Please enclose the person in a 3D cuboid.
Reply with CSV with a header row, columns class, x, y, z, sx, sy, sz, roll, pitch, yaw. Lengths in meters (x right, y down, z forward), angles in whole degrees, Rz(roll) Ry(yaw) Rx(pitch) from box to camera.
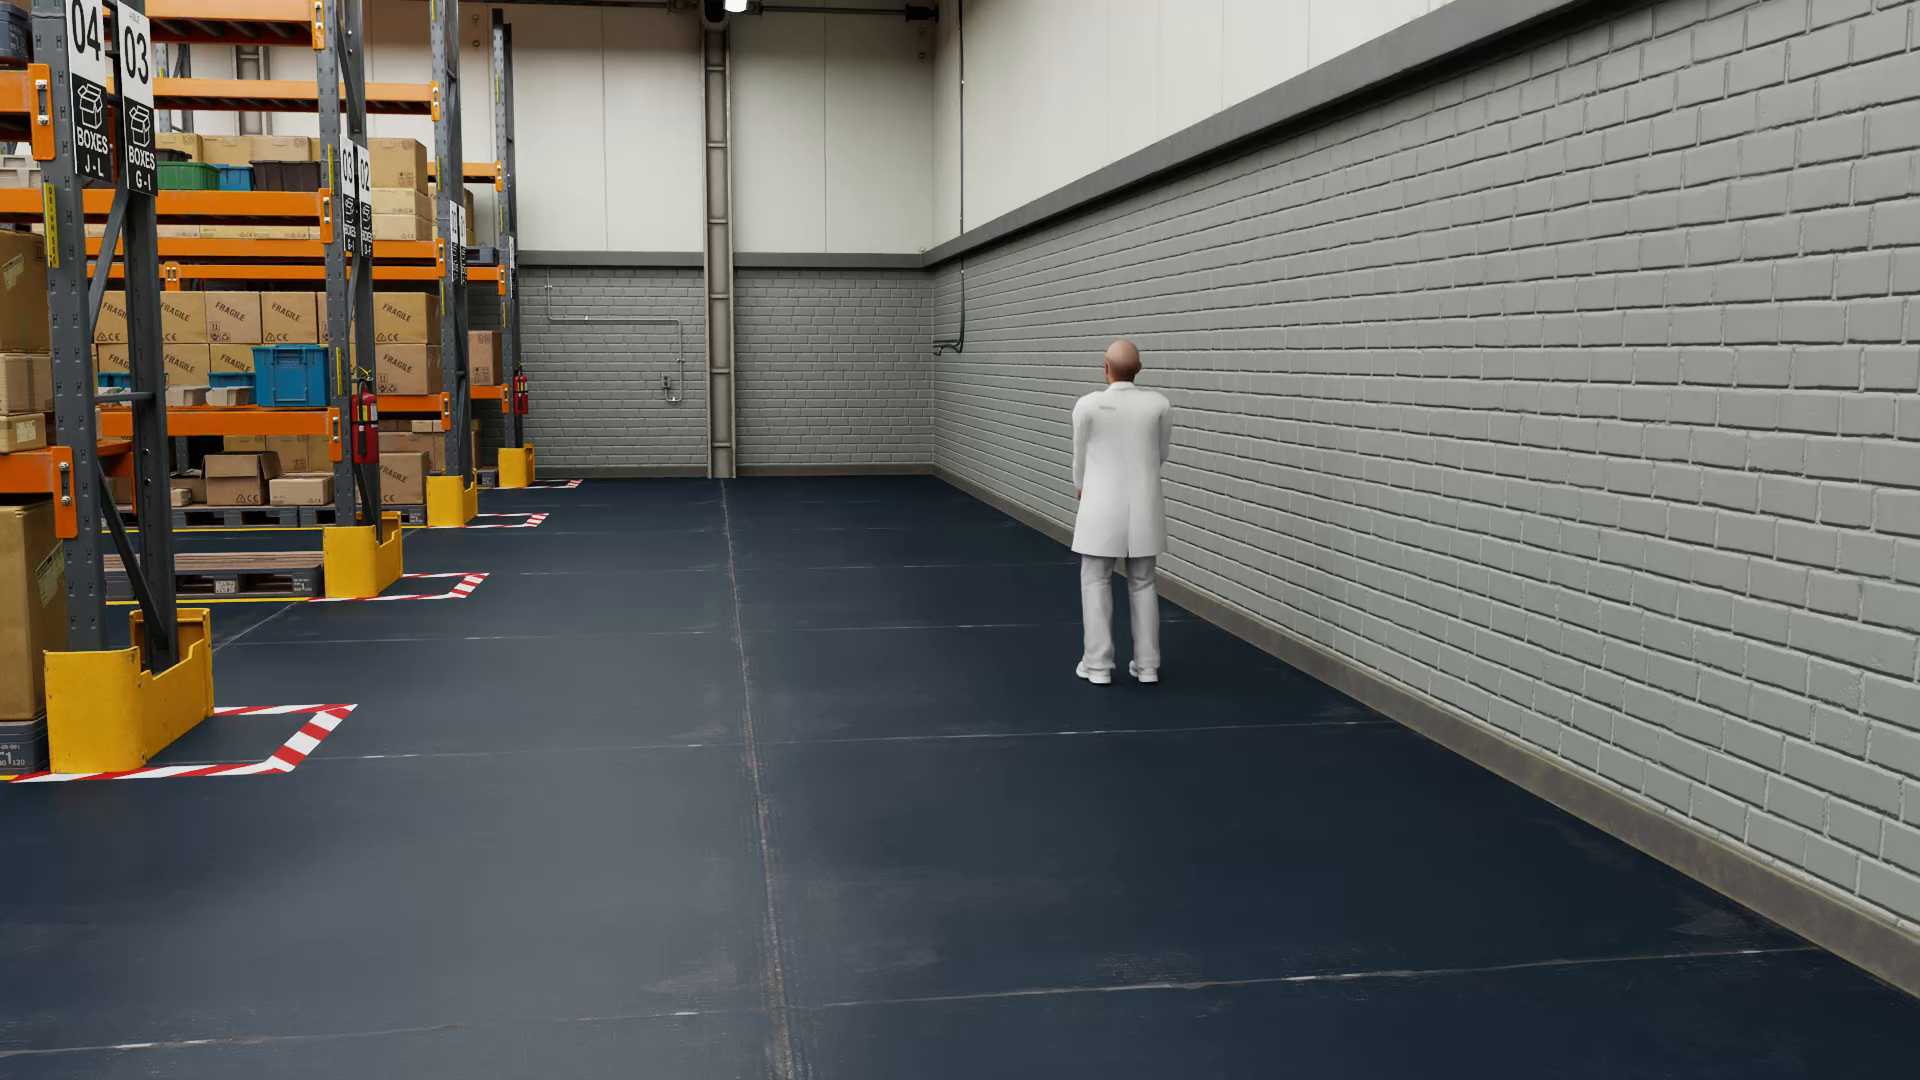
class,x,y,z,sx,sy,sz,roll,pitch,yaw
person,0.817,-0.156,8.708,0.531,1.770,0.555,-1,6,-8
